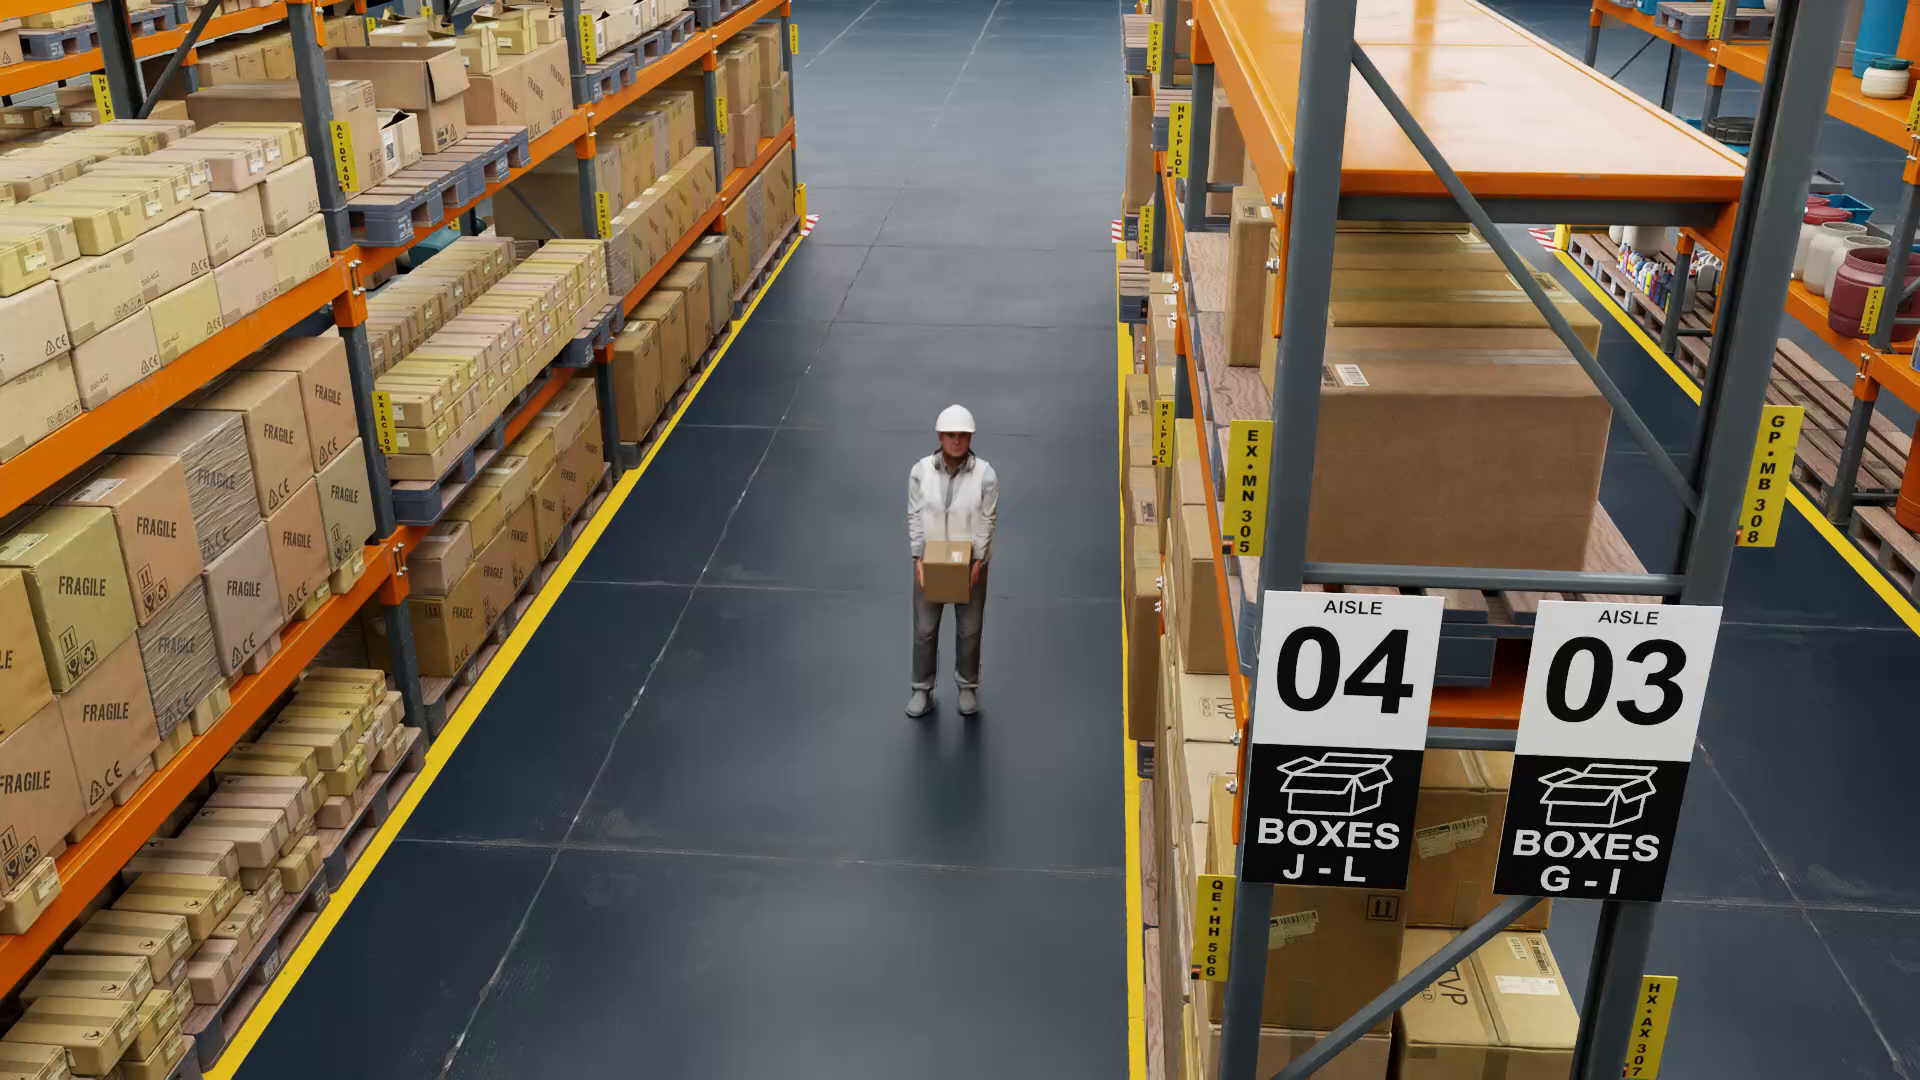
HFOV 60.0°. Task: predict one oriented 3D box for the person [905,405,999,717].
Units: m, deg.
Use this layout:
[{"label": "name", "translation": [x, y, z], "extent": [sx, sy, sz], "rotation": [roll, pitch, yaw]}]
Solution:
[{"label": "person", "translation": [-0.050, 0.147, 9.245], "extent": [0.512, 1.773, 0.540], "rotation": [2, 24, 4]}]
